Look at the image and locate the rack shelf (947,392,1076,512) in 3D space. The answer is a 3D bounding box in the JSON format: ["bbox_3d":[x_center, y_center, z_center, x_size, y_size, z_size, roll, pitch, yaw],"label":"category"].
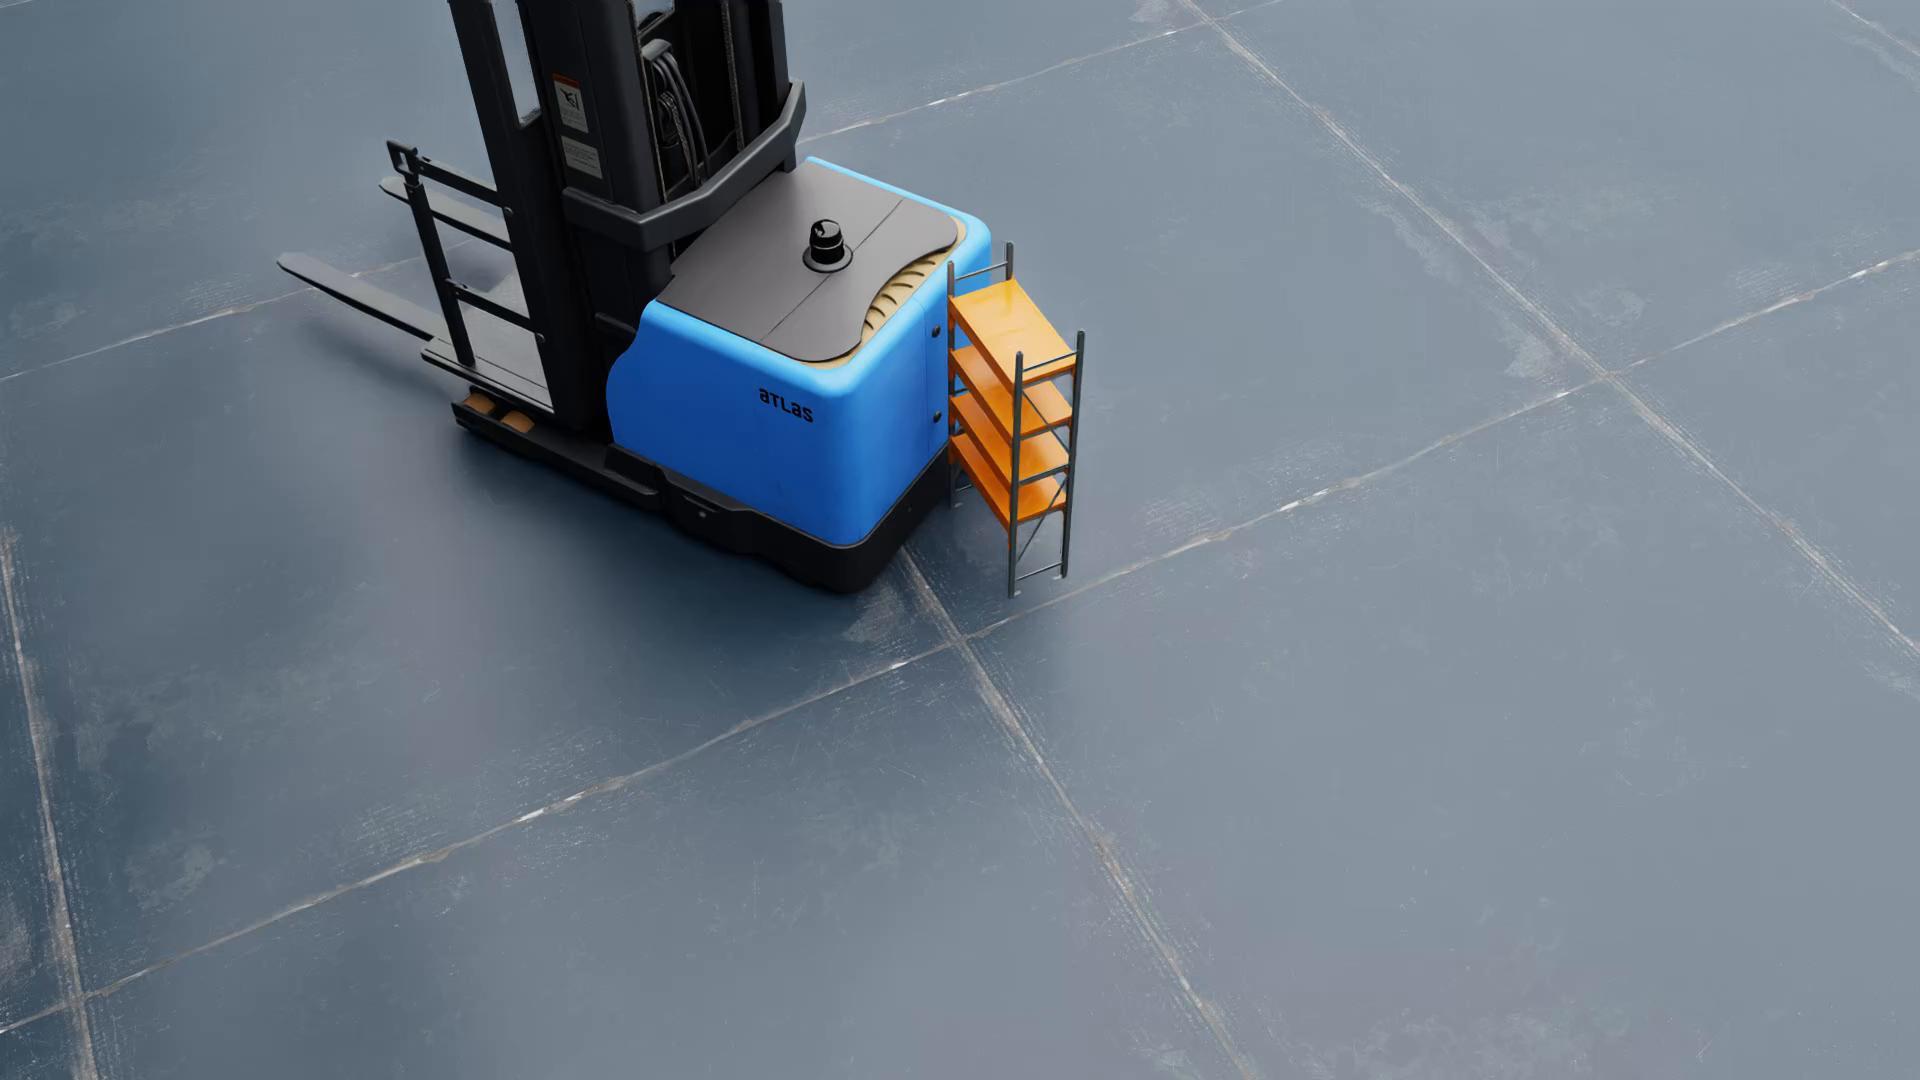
[{"bbox_3d":[0.176,-0.345,5.844,0.258,0.148,0.480,-20,52,-17],"label":"rack shelf"}]

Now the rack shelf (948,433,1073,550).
[{"bbox_3d":[0.176,-0.214,5.993,0.258,0.148,0.480,-20,52,-17],"label":"rack shelf"}]

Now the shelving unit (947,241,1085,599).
[{"bbox_3d":[0.176,-0.389,5.793,0.258,1.200,0.503,-20,52,-17],"label":"shelving unit"}]

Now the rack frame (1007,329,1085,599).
[{"bbox_3d":[0.284,-0.224,5.649,0.240,1.200,0.015,-20,52,-17],"label":"rack frame"}]

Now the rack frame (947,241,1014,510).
[{"bbox_3d":[0.068,-0.554,5.937,0.240,1.200,0.015,-20,52,-17],"label":"rack frame"}]

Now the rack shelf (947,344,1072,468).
[{"bbox_3d":[0.176,-0.492,5.675,0.258,0.148,0.480,-20,52,-17],"label":"rack shelf"}]

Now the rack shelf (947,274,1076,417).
[{"bbox_3d":[0.176,-0.648,5.497,0.258,0.148,0.480,-20,52,-17],"label":"rack shelf"}]

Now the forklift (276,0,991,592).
[{"bbox_3d":[-1.405,-1.624,5.723,3.031,2.935,1.130,24,53,20],"label":"forklift"}]
